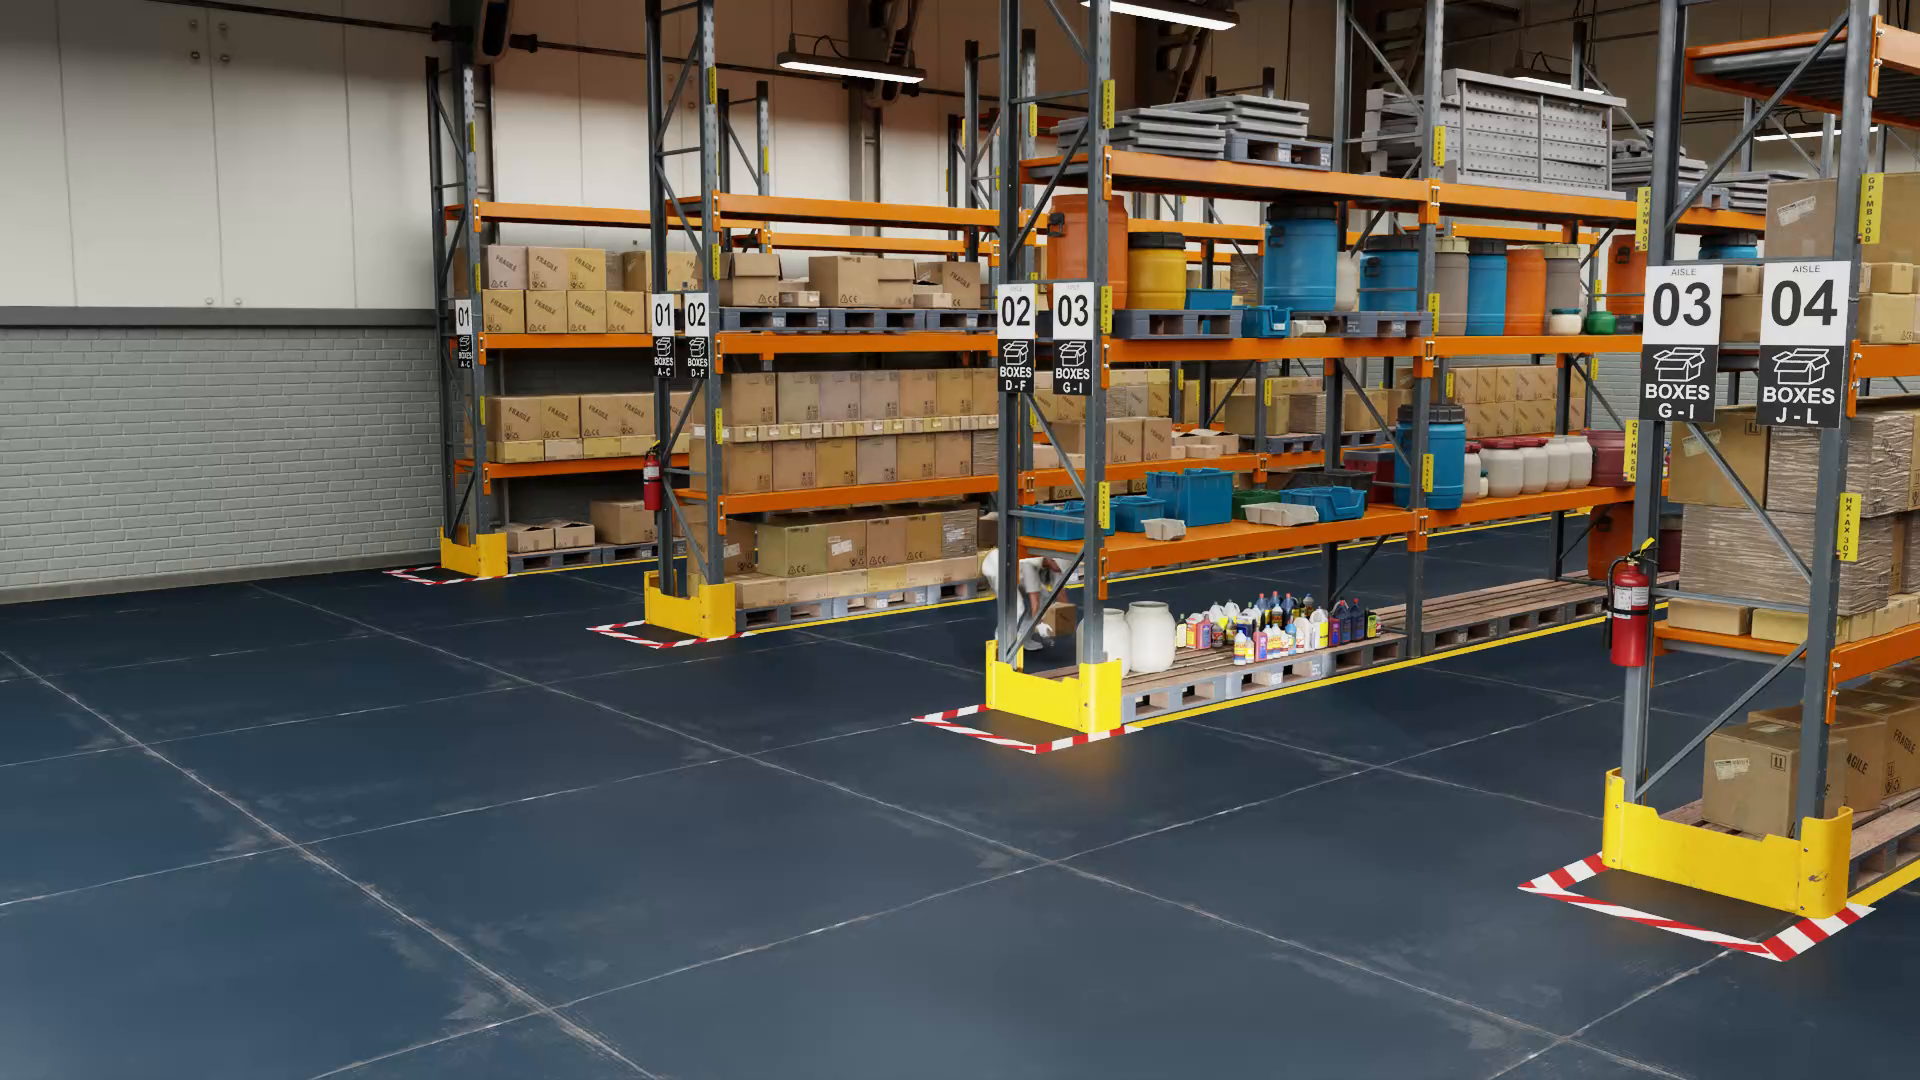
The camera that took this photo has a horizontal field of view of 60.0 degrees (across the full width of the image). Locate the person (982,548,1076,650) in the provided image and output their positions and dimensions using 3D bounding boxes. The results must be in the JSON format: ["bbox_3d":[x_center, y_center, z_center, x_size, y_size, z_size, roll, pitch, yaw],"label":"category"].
[{"bbox_3d":[0.640,0.504,14.778,0.548,1.017,0.976,-7,10,-43],"label":"person"}]
